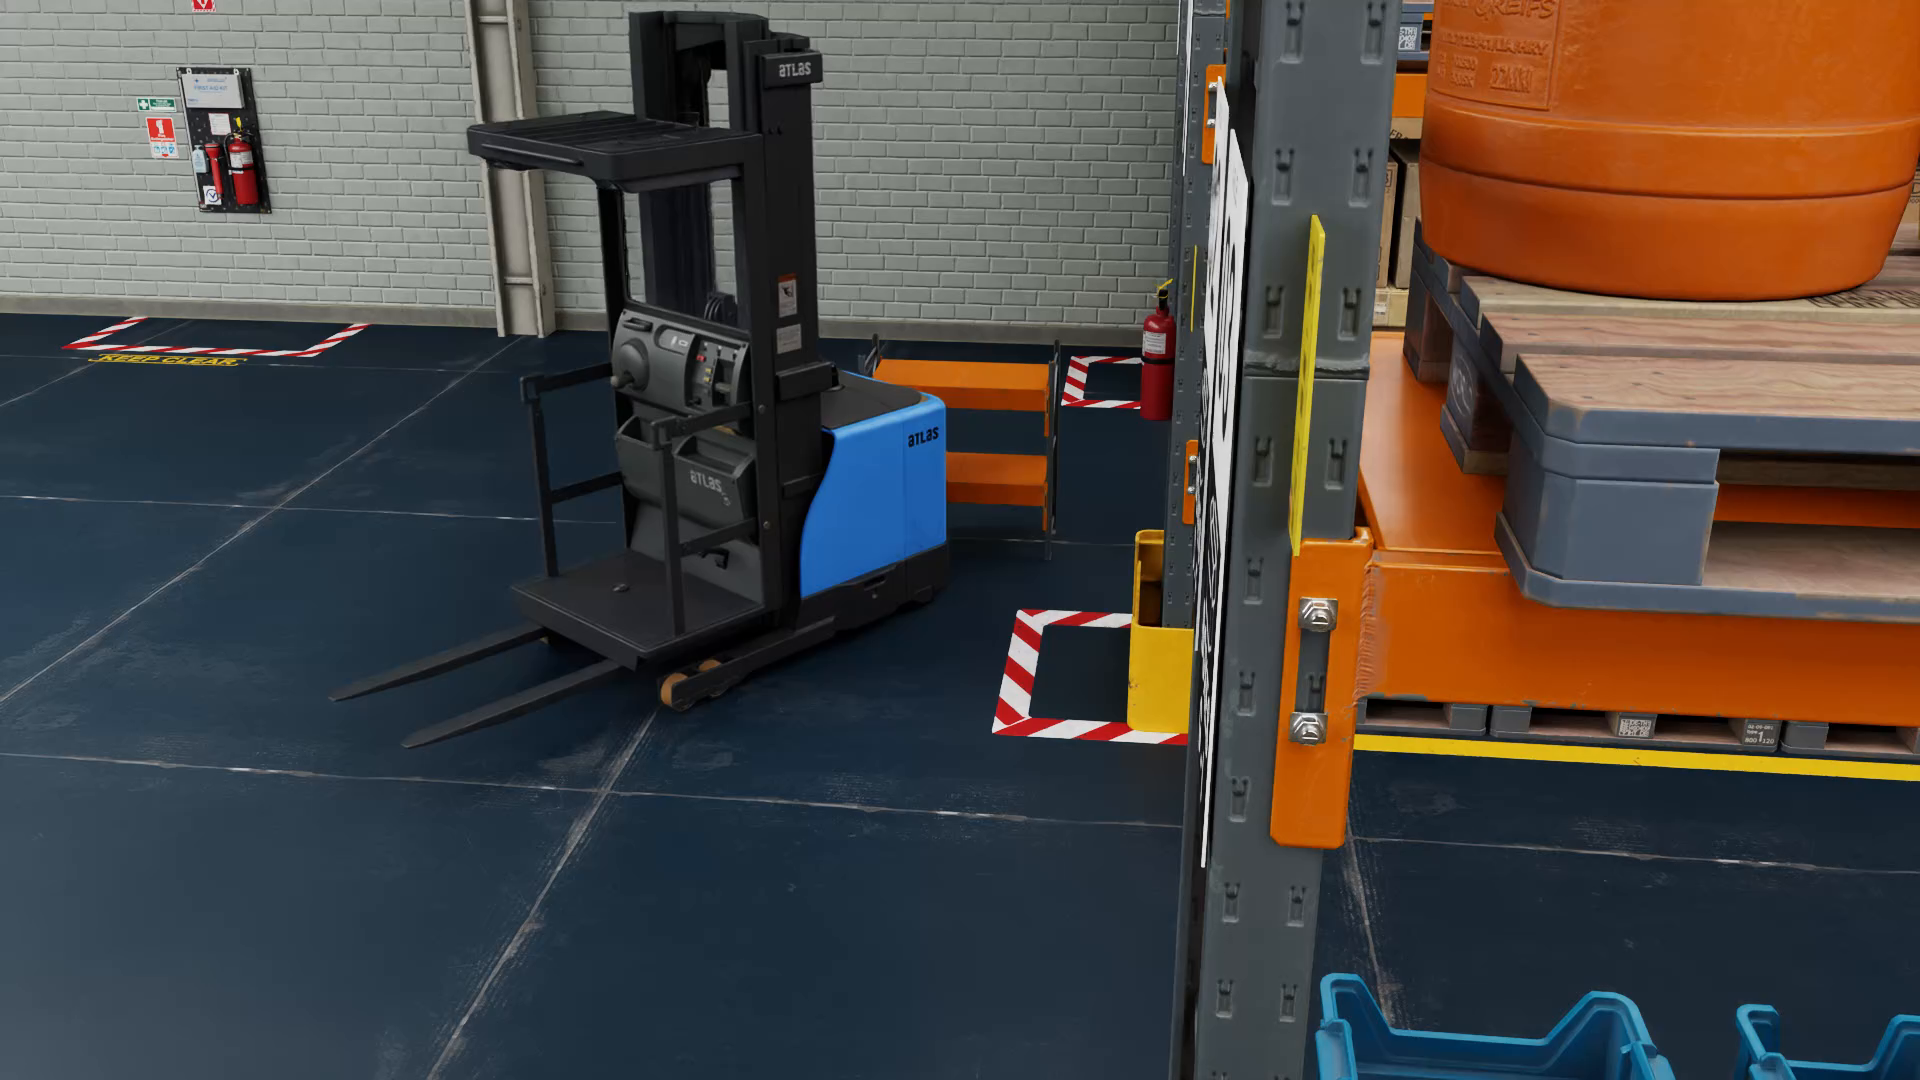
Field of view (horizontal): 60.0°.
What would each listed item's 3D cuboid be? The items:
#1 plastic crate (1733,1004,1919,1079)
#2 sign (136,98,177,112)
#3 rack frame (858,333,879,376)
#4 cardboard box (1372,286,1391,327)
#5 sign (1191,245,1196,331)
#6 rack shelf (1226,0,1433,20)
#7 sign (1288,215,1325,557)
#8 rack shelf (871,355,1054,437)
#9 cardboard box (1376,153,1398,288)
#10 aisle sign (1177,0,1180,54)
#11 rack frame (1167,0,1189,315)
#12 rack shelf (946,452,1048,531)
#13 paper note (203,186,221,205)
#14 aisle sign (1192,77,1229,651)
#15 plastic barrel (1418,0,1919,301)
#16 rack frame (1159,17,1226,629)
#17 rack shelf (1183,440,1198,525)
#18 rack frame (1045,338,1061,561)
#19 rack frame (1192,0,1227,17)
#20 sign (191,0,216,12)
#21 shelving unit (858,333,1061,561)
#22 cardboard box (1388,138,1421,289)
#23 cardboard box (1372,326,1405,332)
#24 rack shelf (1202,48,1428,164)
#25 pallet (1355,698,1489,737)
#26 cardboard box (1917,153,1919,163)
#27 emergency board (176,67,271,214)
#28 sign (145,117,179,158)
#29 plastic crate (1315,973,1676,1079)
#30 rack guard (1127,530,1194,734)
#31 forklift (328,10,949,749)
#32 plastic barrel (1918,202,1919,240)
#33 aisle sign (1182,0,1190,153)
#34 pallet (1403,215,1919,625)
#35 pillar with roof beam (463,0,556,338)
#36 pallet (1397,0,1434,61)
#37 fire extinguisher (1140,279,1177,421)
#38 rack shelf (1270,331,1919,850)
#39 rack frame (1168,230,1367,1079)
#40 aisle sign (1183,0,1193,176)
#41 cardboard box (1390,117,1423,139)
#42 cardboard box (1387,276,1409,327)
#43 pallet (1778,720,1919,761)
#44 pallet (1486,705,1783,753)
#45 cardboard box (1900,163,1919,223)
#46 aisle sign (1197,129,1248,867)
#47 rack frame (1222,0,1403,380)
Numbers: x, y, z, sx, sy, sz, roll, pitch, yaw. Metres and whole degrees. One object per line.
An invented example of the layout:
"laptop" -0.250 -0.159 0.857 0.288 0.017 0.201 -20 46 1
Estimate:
"plastic crate" 1.588 1.059 2.883 0.408 0.251 0.499 2 22 6
"sign" -6.567 -3.557 13.588 0.331 0.109 0.001 2 22 6
"rack frame" -0.498 -0.545 9.288 0.032 1.125 0.500 2 22 6
"cardboard box" 1.625 -1.003 6.879 0.250 0.149 0.380 2 22 5
"sign" 0.927 -0.998 6.599 0.005 0.325 0.100 2 22 6
"rack shelf" 3.564 -3.544 11.222 4.000 0.370 1.077 2 22 6
"sign" 0.343 -0.151 1.650 0.005 0.325 0.100 2 22 6
"rack shelf" 0.007 -0.795 9.125 1.000 0.278 0.538 2 22 6
"cardboard box" 1.513 -1.384 6.959 0.500 0.500 0.700 3 22 6
"aisle sign" 1.471 -3.672 11.113 0.004 0.787 0.394 2 22 6
"rack frame" 1.578 -2.570 11.860 0.127 3.000 1.000 2 22 6
"rack shelf" 0.007 -0.295 9.322 1.000 0.278 0.538 2 22 6
"paper note" -6.201 -2.859 13.790 0.142 0.148 0.016 2 22 6
"aisle sign" 0.375 -0.273 2.515 0.004 0.787 0.394 2 22 6
"plastic barrel" 0.909 -0.768 2.067 0.708 0.830 0.600 2 22 6
"rack frame" 0.998 -0.761 7.285 0.127 3.000 1.000 2 22 6
"rack shelf" 2.984 -0.340 7.198 4.000 0.370 1.077 2 22 6
"rack frame" 0.512 -0.501 9.177 0.032 1.125 0.500 2 22 6
"rack frame" 0.998 -3.551 6.182 0.127 3.000 1.000 2 22 6
"sign" -6.030 -4.350 13.211 0.199 0.298 0.001 2 22 6
"shelving unit" 0.007 -0.523 9.232 1.048 1.125 0.538 2 22 6
"cardboard box" 2.036 -1.363 6.907 0.500 0.500 0.700 2 22 5
"cardboard box" 1.982 -0.762 7.150 0.500 0.500 0.700 3 22 8
"rack shelf" 2.984 -1.735 6.647 4.000 0.370 1.077 2 22 6
"pallet" 1.763 0.554 7.752 1.213 0.211 1.003 2 22 6
"cardboard box" 4.027 -1.276 6.687 0.500 0.500 0.700 2 22 6
"emergency board" -6.033 -3.236 13.544 0.643 1.169 0.194 2 22 6
"sign" -6.570 -3.314 13.694 0.234 0.329 0.001 2 22 6
"plastic crate" 0.944 1.029 2.960 0.616 0.251 0.499 2 22 6
"rack guard" 0.974 0.400 7.747 0.348 0.500 1.175 2 22 6
"forklift" -1.433 -0.805 7.490 1.130 2.935 3.031 19 29 40
"plastic barrel" 1.559 -0.627 2.040 0.600 0.588 0.600 0 22 0
"aisle sign" 0.968 -2.080 7.085 0.004 0.787 0.394 2 22 6
"pallet" 1.222 -0.188 2.013 1.213 0.211 1.003 2 22 6
"pillar with roof beam" -4.090 -4.333 8.160 0.400 9.000 9.100 2 22 6
"pallet" 1.697 -2.075 6.648 1.213 0.211 1.003 2 22 6
"fire extinguisher" 0.936 -0.900 7.741 0.183 0.674 0.296 2 22 6
"rack shelf" 2.398 0.073 2.073 4.000 0.370 1.077 2 22 6
"rack frame" 0.412 1.047 2.711 0.127 3.000 1.000 2 22 6
"aisle sign" 0.897 -1.861 6.531 0.004 0.787 0.394 2 22 6
"cardboard box" 3.018 -2.678 11.290 0.500 0.500 0.500 2 22 5
"cardboard box" 1.873 -0.992 6.850 0.250 0.149 0.380 3 22 7
"pallet" 4.186 0.659 7.485 1.213 0.211 1.003 2 22 6
"pallet" 2.971 0.607 7.617 1.213 0.211 1.003 2 22 6
"cardboard box" 3.530 -1.298 6.742 0.500 0.500 0.700 2 22 6
"aisle sign" 0.306 -0.058 1.970 0.004 0.787 0.394 2 22 6
"rack frame" 0.412 -1.743 1.608 0.127 3.000 1.000 2 22 6
